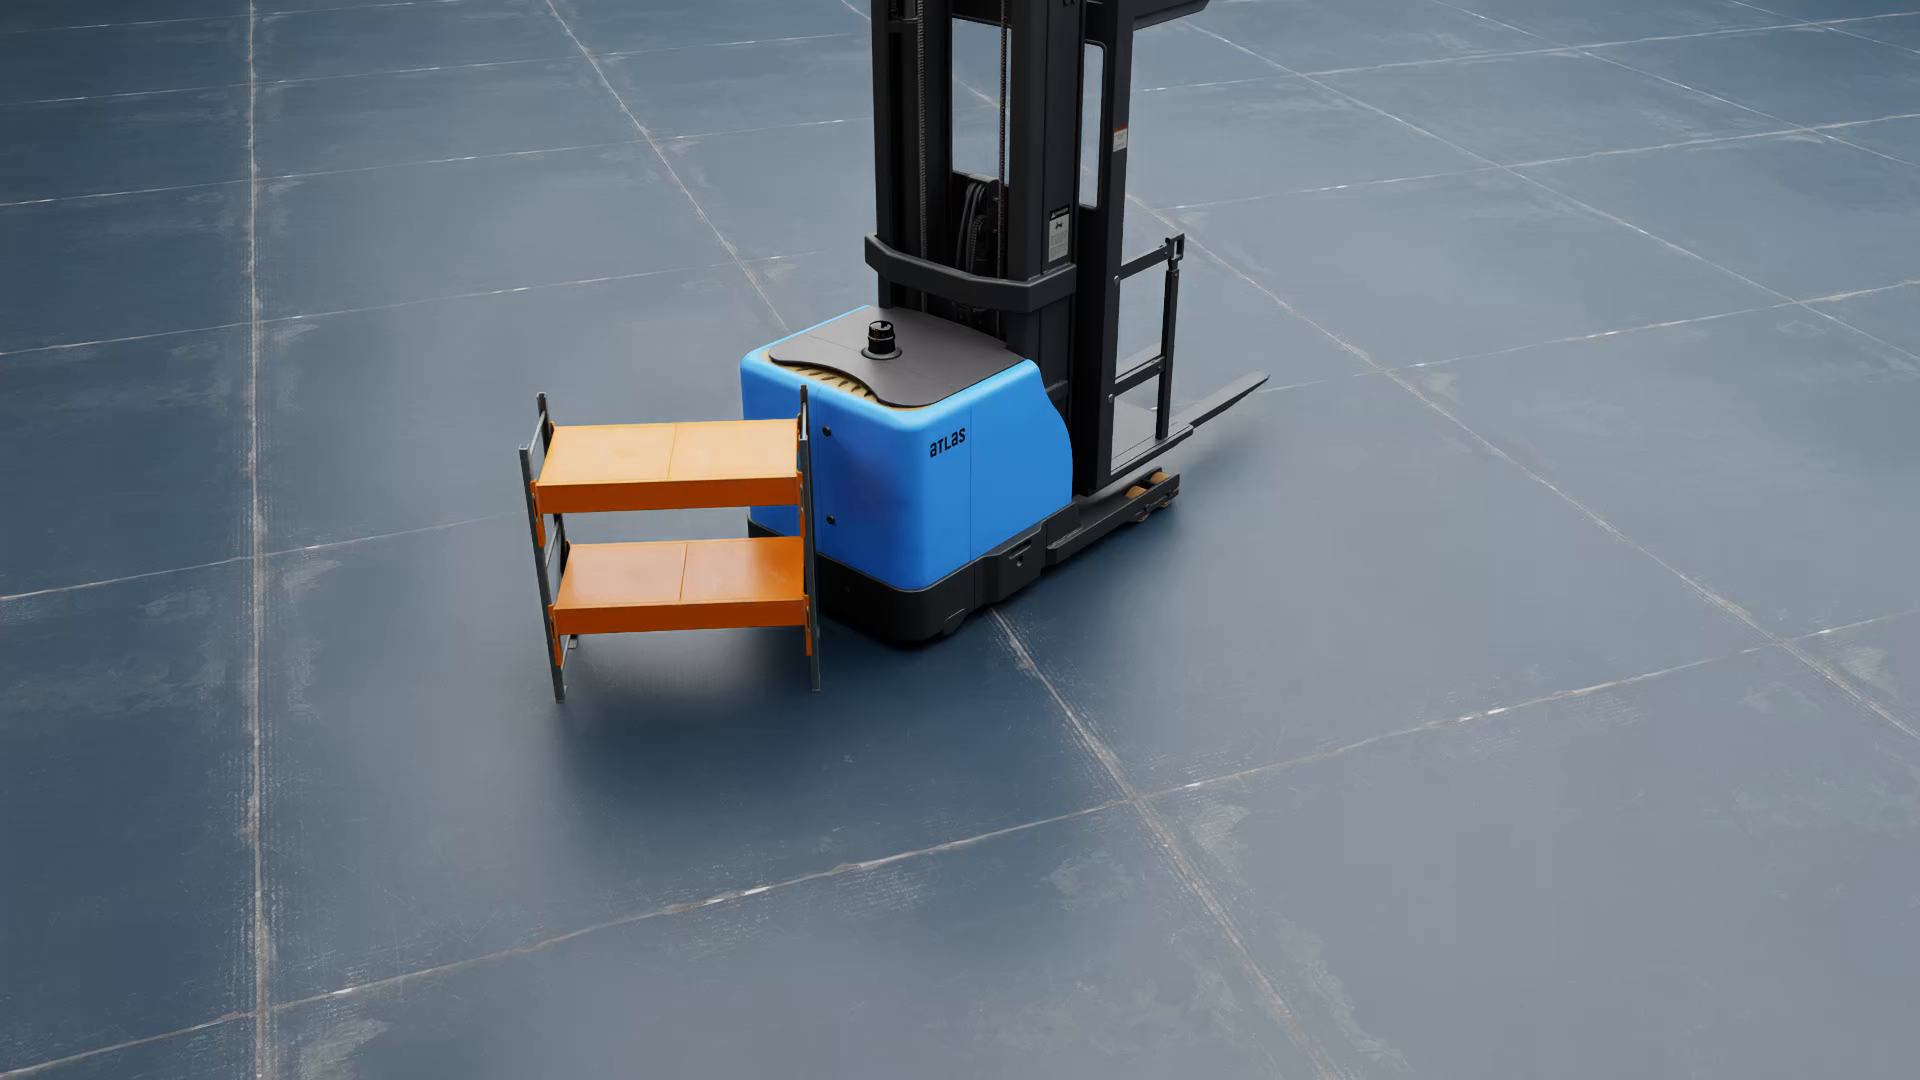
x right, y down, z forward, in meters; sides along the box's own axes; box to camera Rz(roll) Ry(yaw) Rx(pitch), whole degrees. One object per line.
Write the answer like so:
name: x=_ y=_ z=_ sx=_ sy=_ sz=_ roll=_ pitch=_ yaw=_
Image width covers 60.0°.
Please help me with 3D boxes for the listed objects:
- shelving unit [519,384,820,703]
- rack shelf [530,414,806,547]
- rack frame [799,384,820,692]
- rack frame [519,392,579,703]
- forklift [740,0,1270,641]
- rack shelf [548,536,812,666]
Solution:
shelving unit: x=-1.104 y=0.016 z=6.585 sx=1.048 sy=1.125 sz=0.538 roll=-2 pitch=30 yaw=-4
rack shelf: x=-1.104 y=-0.238 z=6.440 sx=1.000 sy=0.278 sz=0.538 roll=-2 pitch=30 yaw=-4
rack frame: x=-0.598 y=-0.003 z=6.619 sx=0.032 sy=1.125 sz=0.500 roll=-2 pitch=30 yaw=-4
rack frame: x=-1.611 y=0.035 z=6.552 sx=0.032 sy=1.125 sz=0.500 roll=-2 pitch=30 yaw=-4
forklift: x=0.408 y=-1.506 z=7.433 sx=1.130 sy=2.935 sz=3.031 roll=23 pitch=37 yaw=35
rack shelf: x=-1.104 y=0.229 z=6.706 sx=1.000 sy=0.278 sz=0.538 roll=-2 pitch=30 yaw=-4
